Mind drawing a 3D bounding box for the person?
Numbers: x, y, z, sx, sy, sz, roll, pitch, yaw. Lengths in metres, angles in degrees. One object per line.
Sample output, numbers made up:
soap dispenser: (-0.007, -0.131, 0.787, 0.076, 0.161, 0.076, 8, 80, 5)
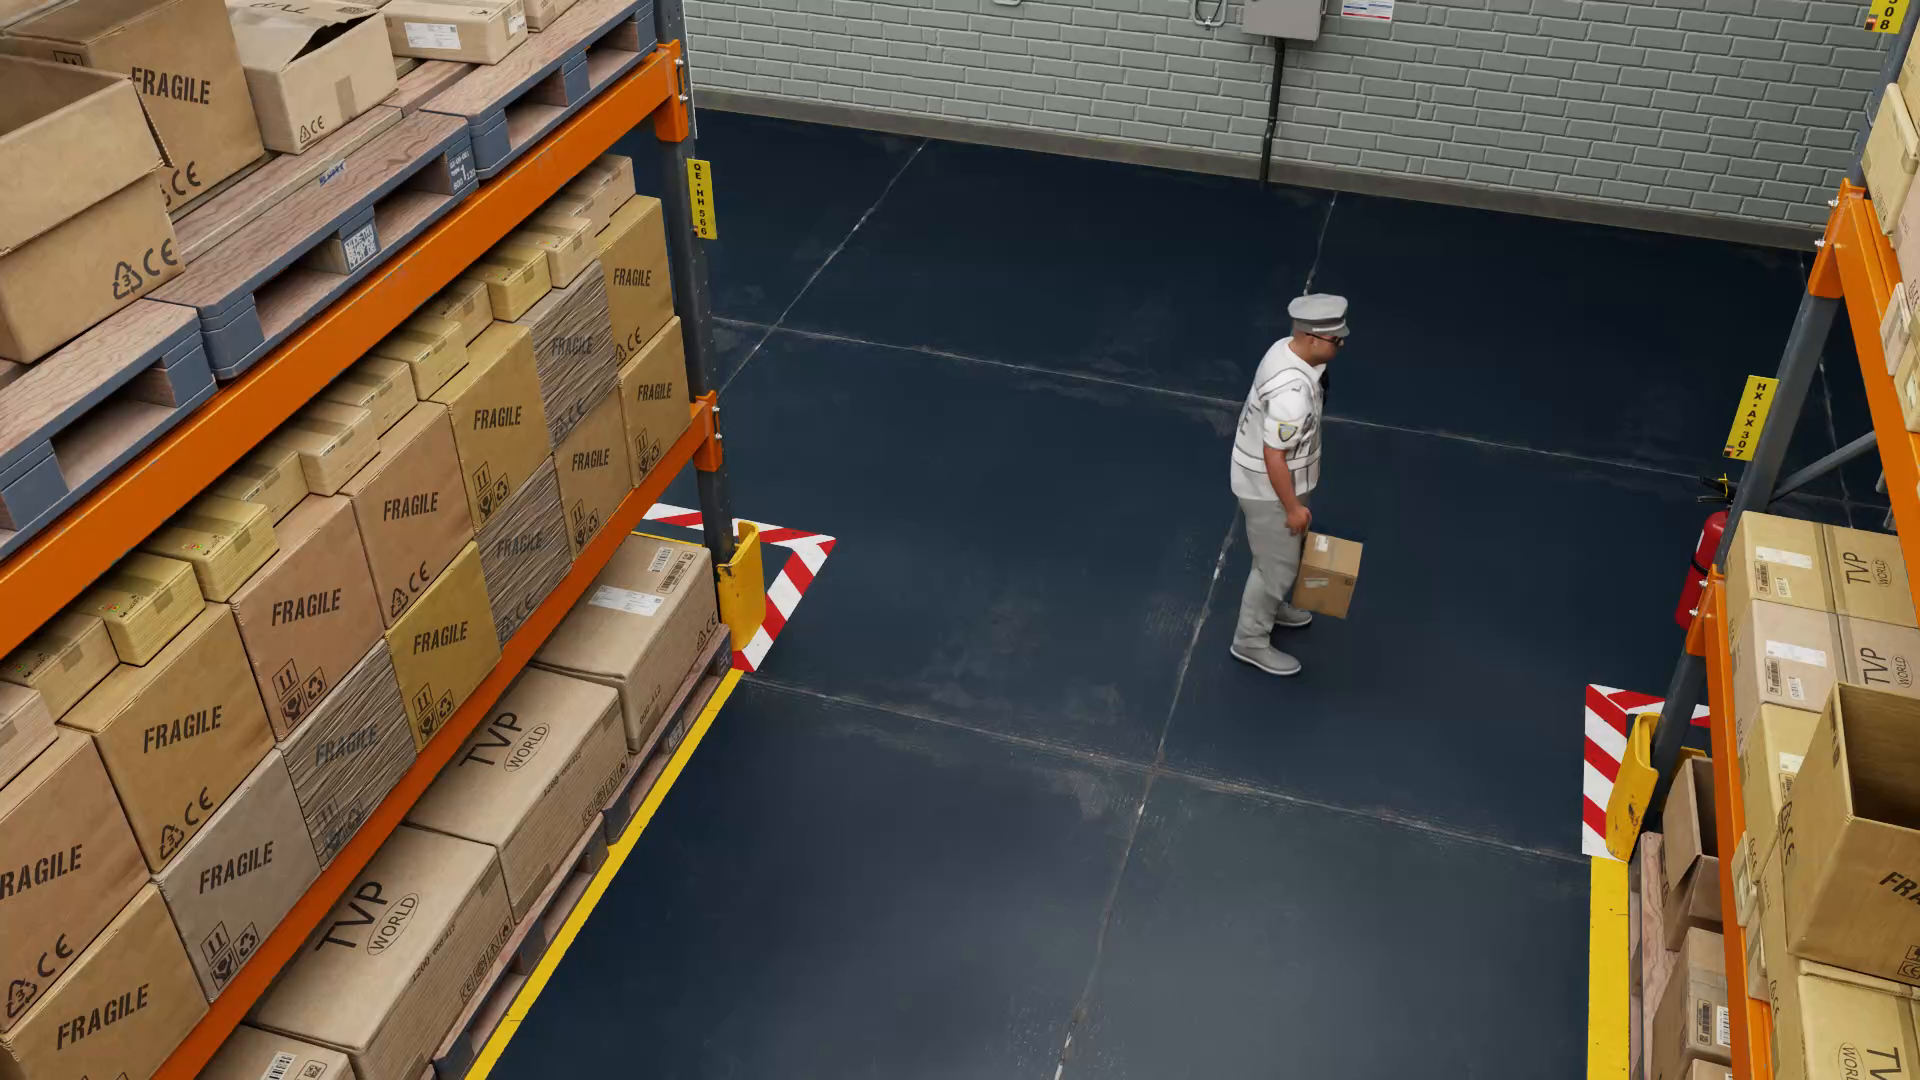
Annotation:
person: (1.399, -0.264, 7.235, 0.444, 1.752, 0.566, 10, 38, 13)
